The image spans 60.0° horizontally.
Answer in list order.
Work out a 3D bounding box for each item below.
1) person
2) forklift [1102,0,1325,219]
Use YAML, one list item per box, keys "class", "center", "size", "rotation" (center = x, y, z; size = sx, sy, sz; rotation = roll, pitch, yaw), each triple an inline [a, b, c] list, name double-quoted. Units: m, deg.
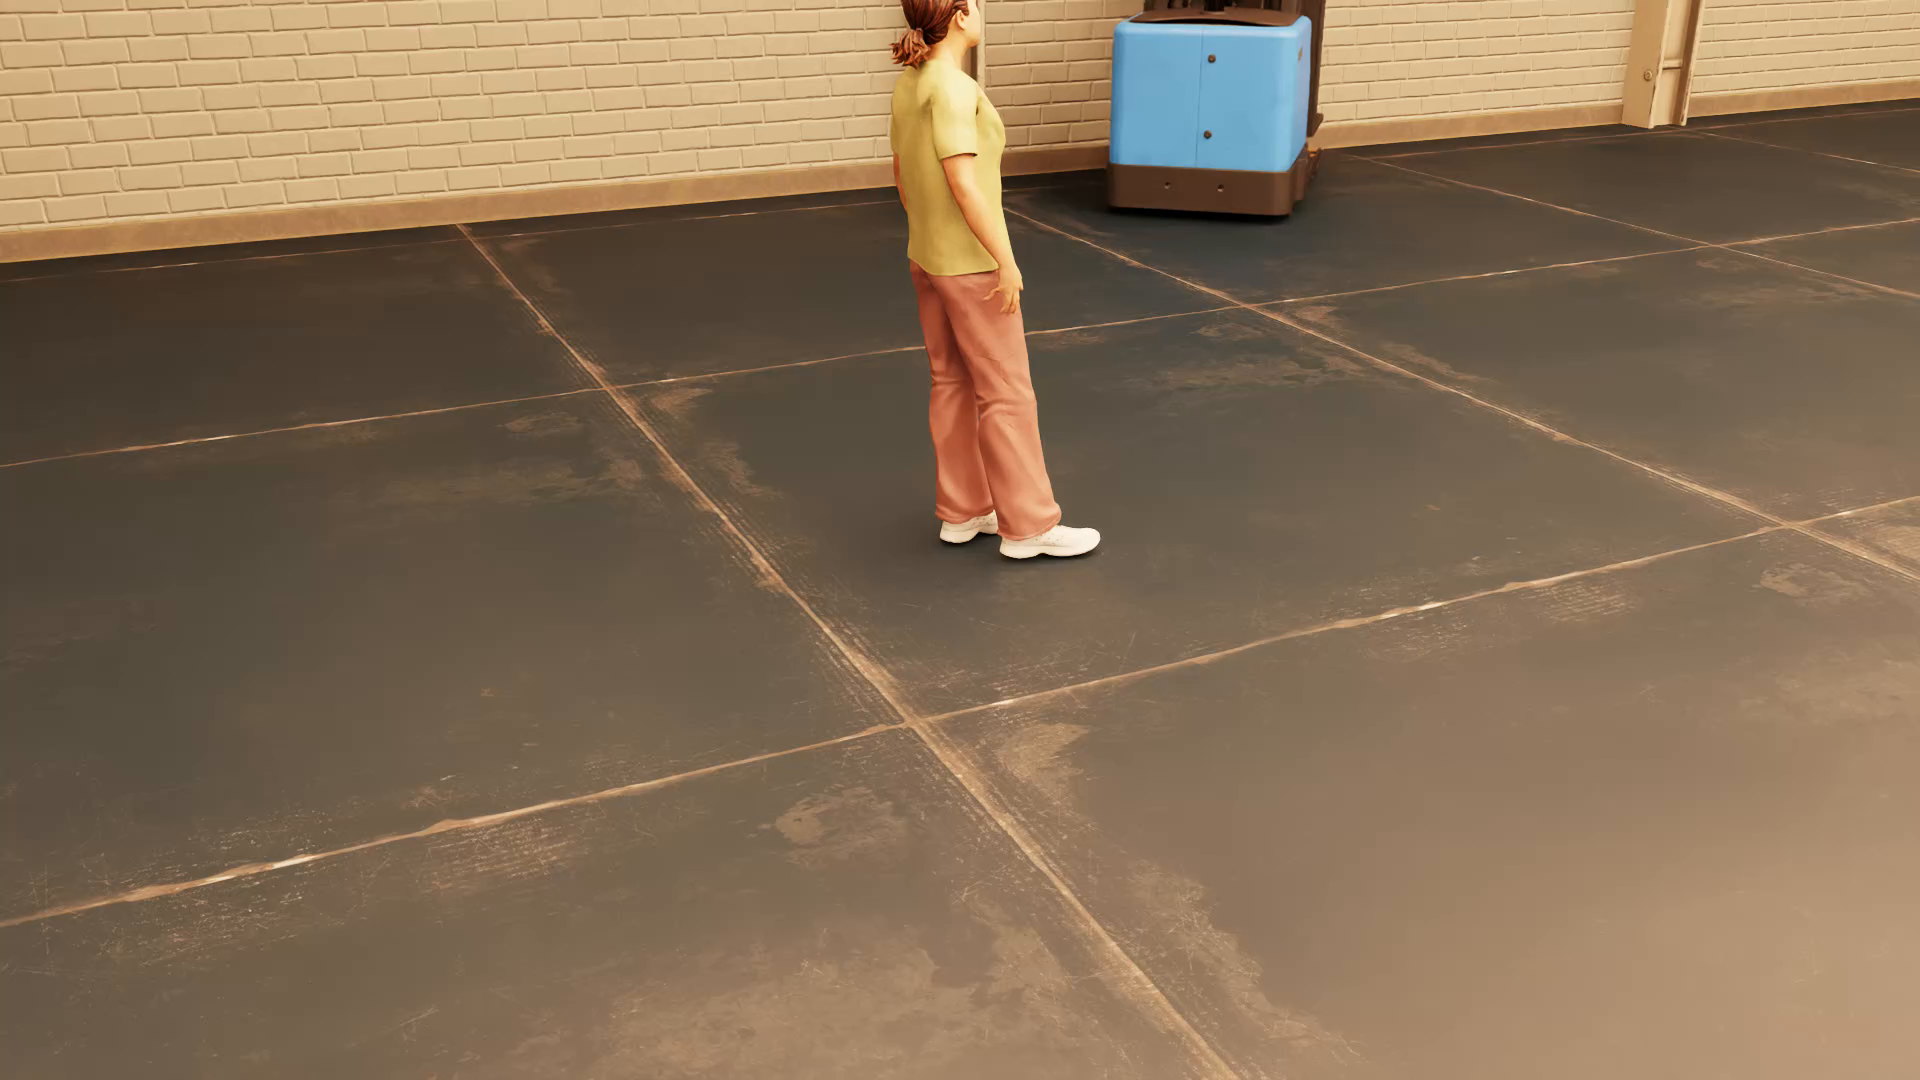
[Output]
- class: "person"
  center: [0.072, -0.789, 4.801]
  size: [0.548, 1.673, 0.553]
  rotation: [-10, 25, -23]
- class: "forklift"
  center: [1.713, -3.674, 10.131]
  size: [1.130, 2.935, 3.031]
  rotation: [6, 23, 15]
